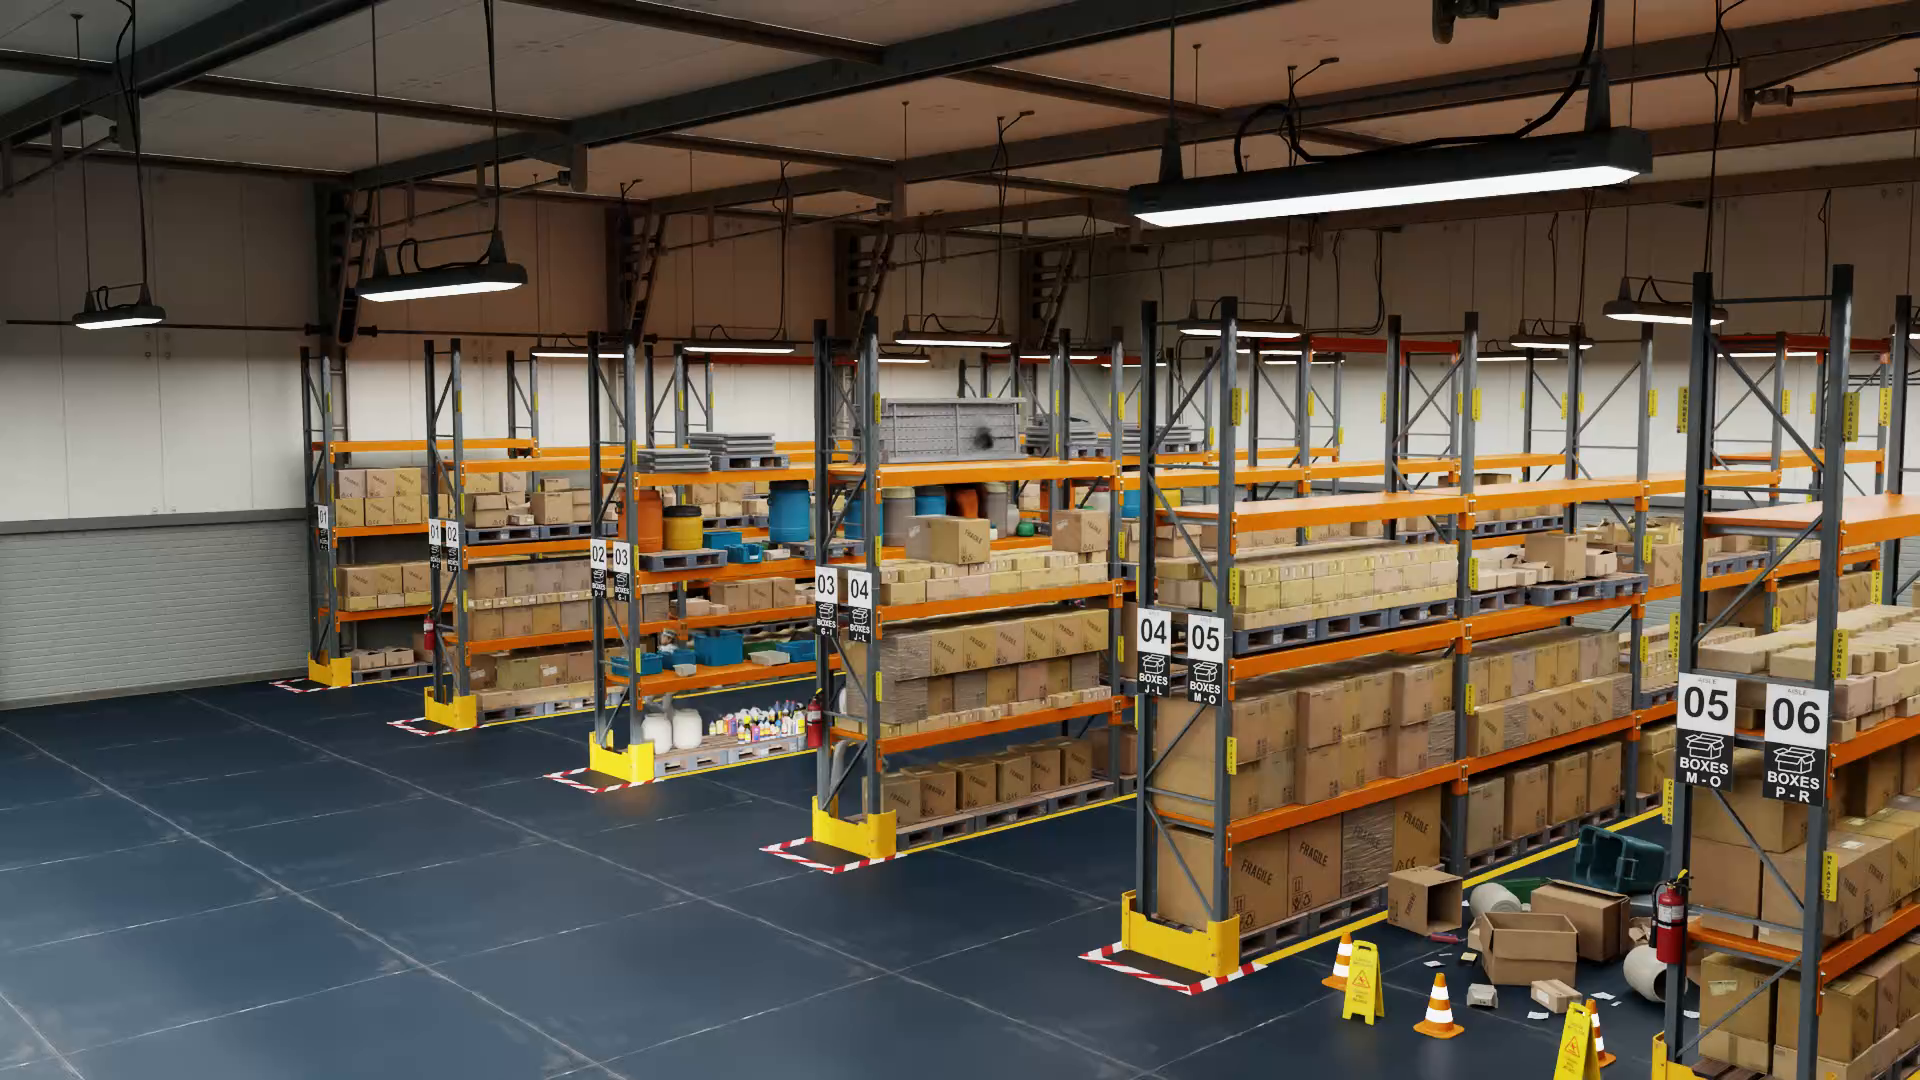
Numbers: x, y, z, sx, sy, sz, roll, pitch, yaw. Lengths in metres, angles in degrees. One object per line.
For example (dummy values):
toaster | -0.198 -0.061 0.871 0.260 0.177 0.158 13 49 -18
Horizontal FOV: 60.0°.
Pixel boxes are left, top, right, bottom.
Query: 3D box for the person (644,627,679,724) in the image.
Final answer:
person | -4.450 2.125 25.074 0.571 1.647 0.602 -4 7 -40

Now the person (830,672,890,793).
person | -1.324 2.444 21.466 0.581 1.714 1.088 4 7 41
